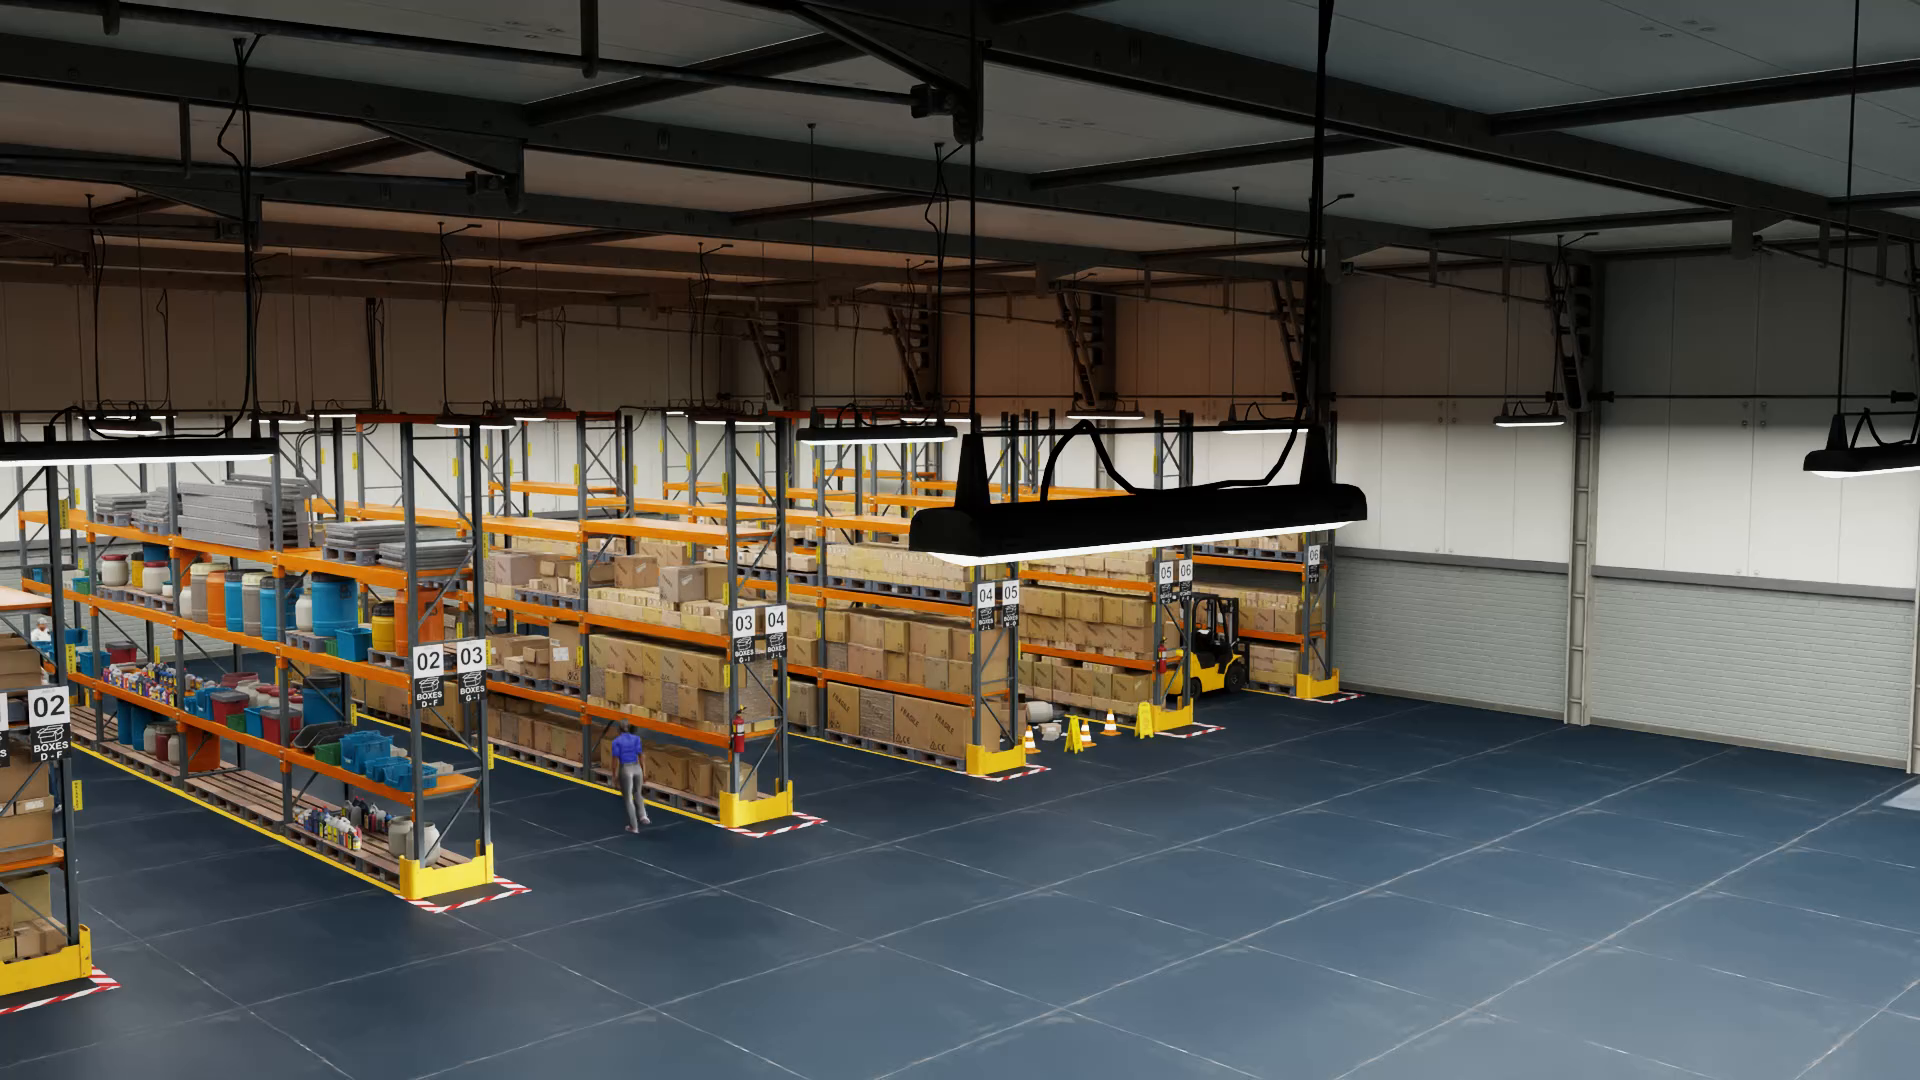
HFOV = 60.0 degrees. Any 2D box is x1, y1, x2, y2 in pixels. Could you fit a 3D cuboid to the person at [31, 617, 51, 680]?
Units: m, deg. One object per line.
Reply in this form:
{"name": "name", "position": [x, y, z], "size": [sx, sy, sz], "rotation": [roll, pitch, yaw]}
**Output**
{"name": "person", "position": [-19.475, 2.439, 35.329], "size": [1.000, 1.611, 0.549], "rotation": [3, 6, 30]}

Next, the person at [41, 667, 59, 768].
{"name": "person", "position": [-15.665, 2.972, 28.252], "size": [0.479, 1.730, 1.011], "rotation": [-4, 6, -39]}

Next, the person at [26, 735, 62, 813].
{"name": "person", "position": [-13.939, 3.373, 25.269], "size": [1.060, 1.506, 0.378], "rotation": [3, 6, 30]}

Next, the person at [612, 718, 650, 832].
{"name": "person", "position": [-4.776, 3.408, 24.138], "size": [0.507, 1.646, 0.456], "rotation": [-3, 6, -35]}
